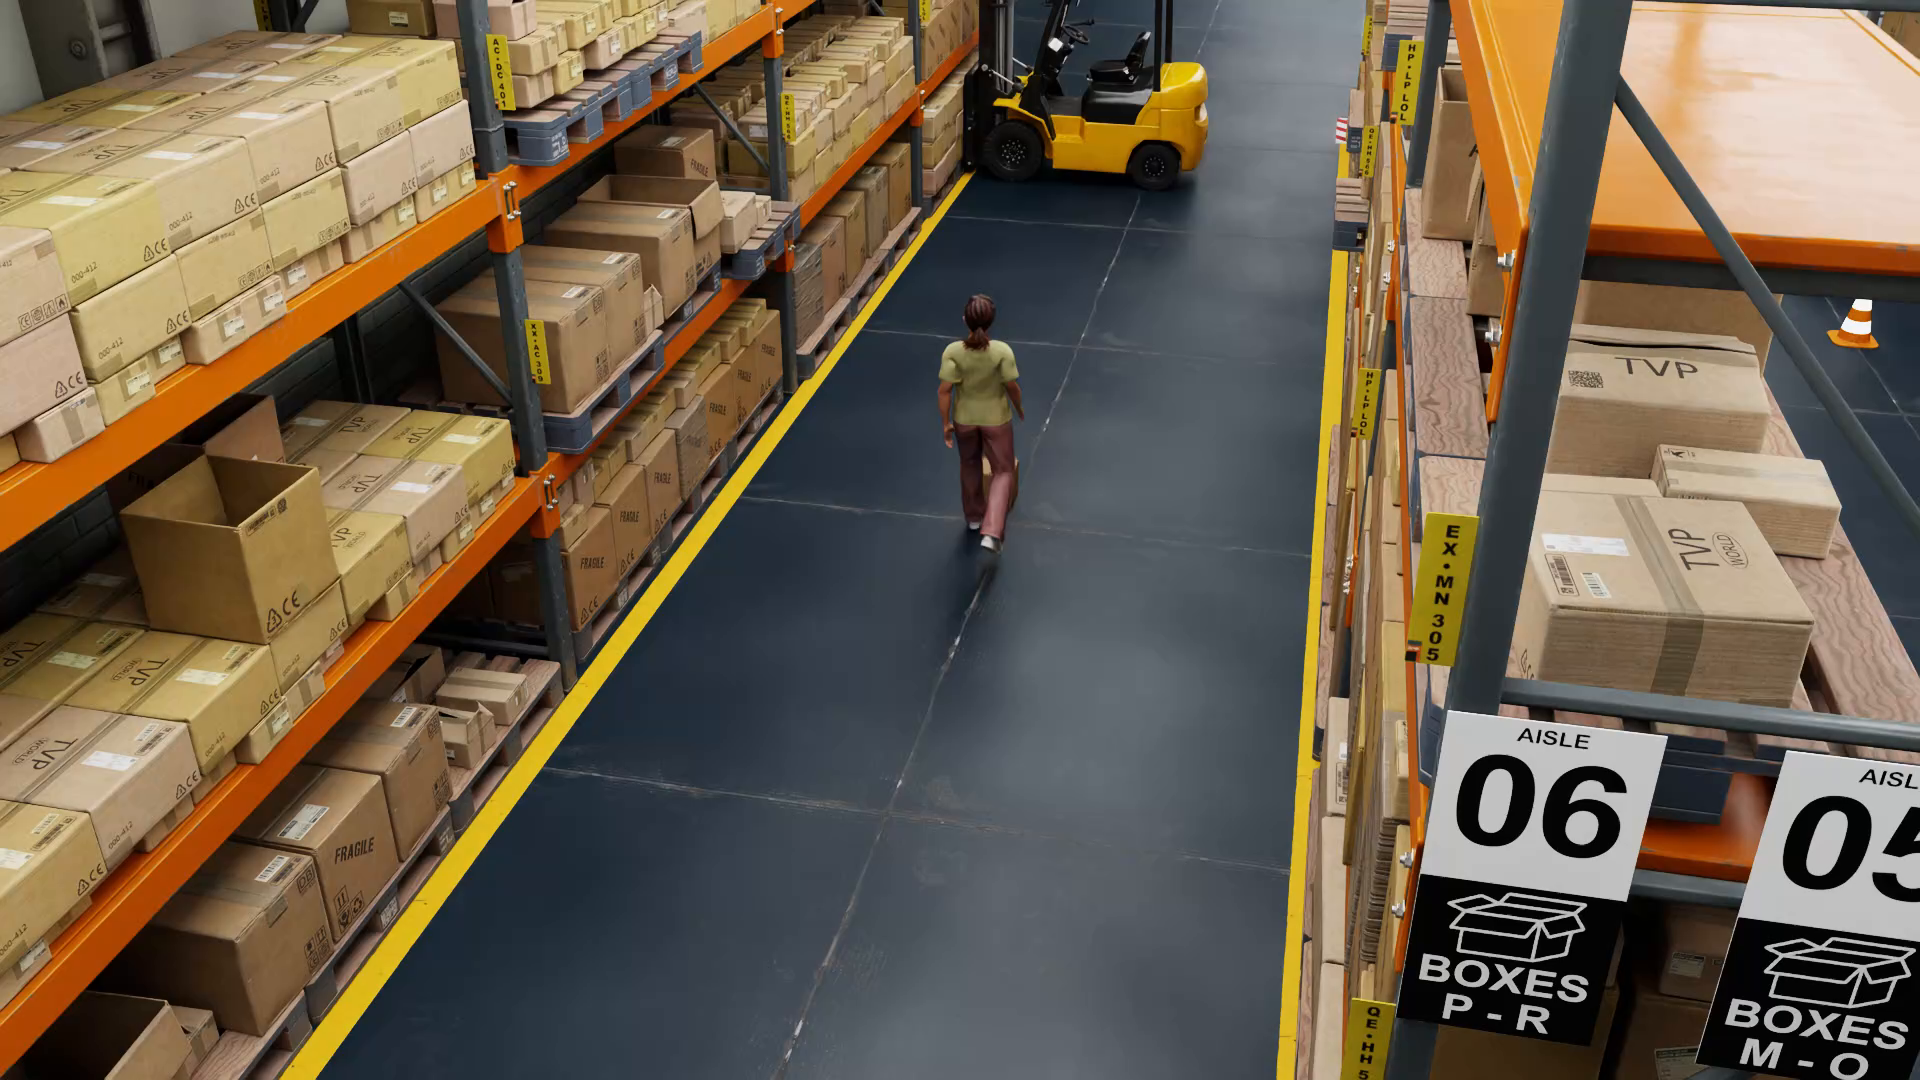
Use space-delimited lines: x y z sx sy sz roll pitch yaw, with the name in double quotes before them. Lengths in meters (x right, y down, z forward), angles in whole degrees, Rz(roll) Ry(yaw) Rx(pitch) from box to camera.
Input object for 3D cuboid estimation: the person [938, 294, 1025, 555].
"person" 0.132 -0.713 9.895 0.469 1.645 0.857 6 29 10
